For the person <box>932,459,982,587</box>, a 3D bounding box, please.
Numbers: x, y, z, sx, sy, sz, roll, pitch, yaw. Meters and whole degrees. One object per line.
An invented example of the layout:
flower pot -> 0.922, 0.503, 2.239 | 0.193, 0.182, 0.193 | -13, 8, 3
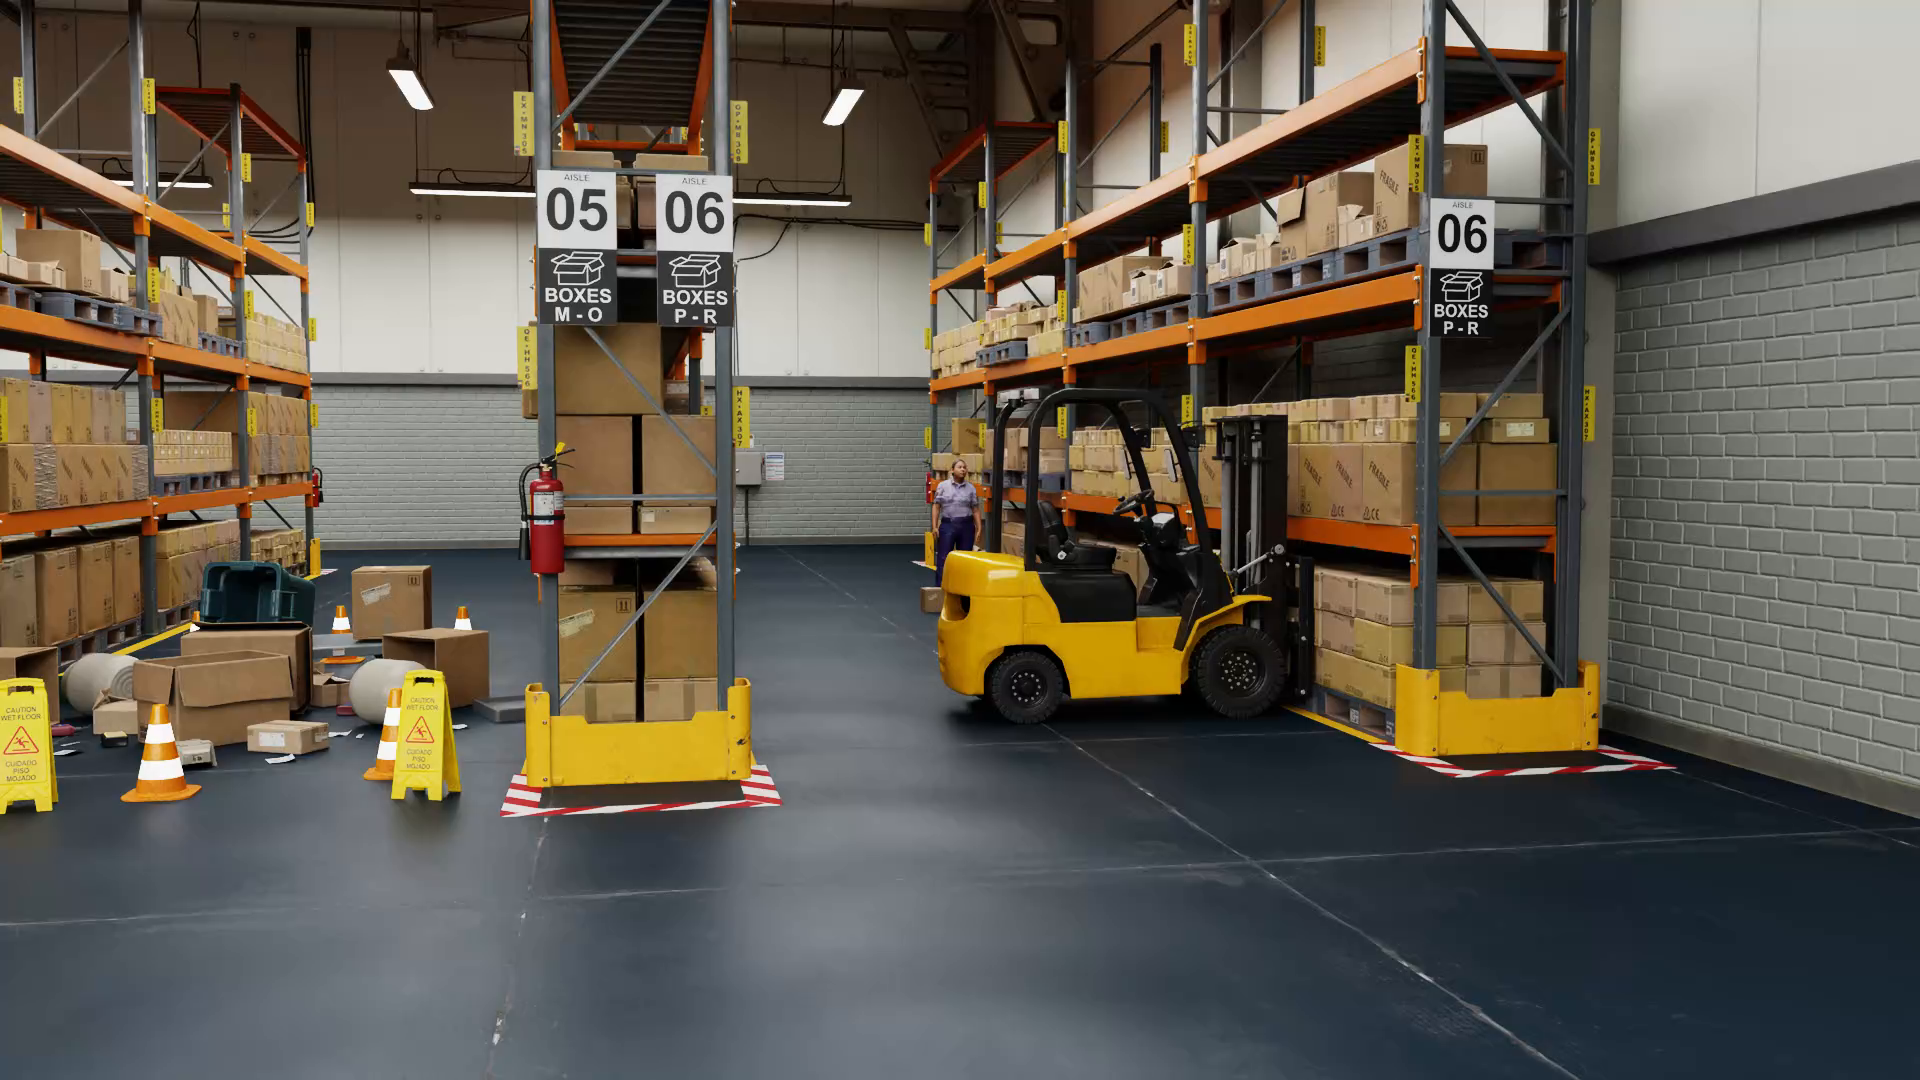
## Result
person -> -0.037, -0.062, 18.311 | 0.599, 1.642, 0.502 | -1, 3, -11
